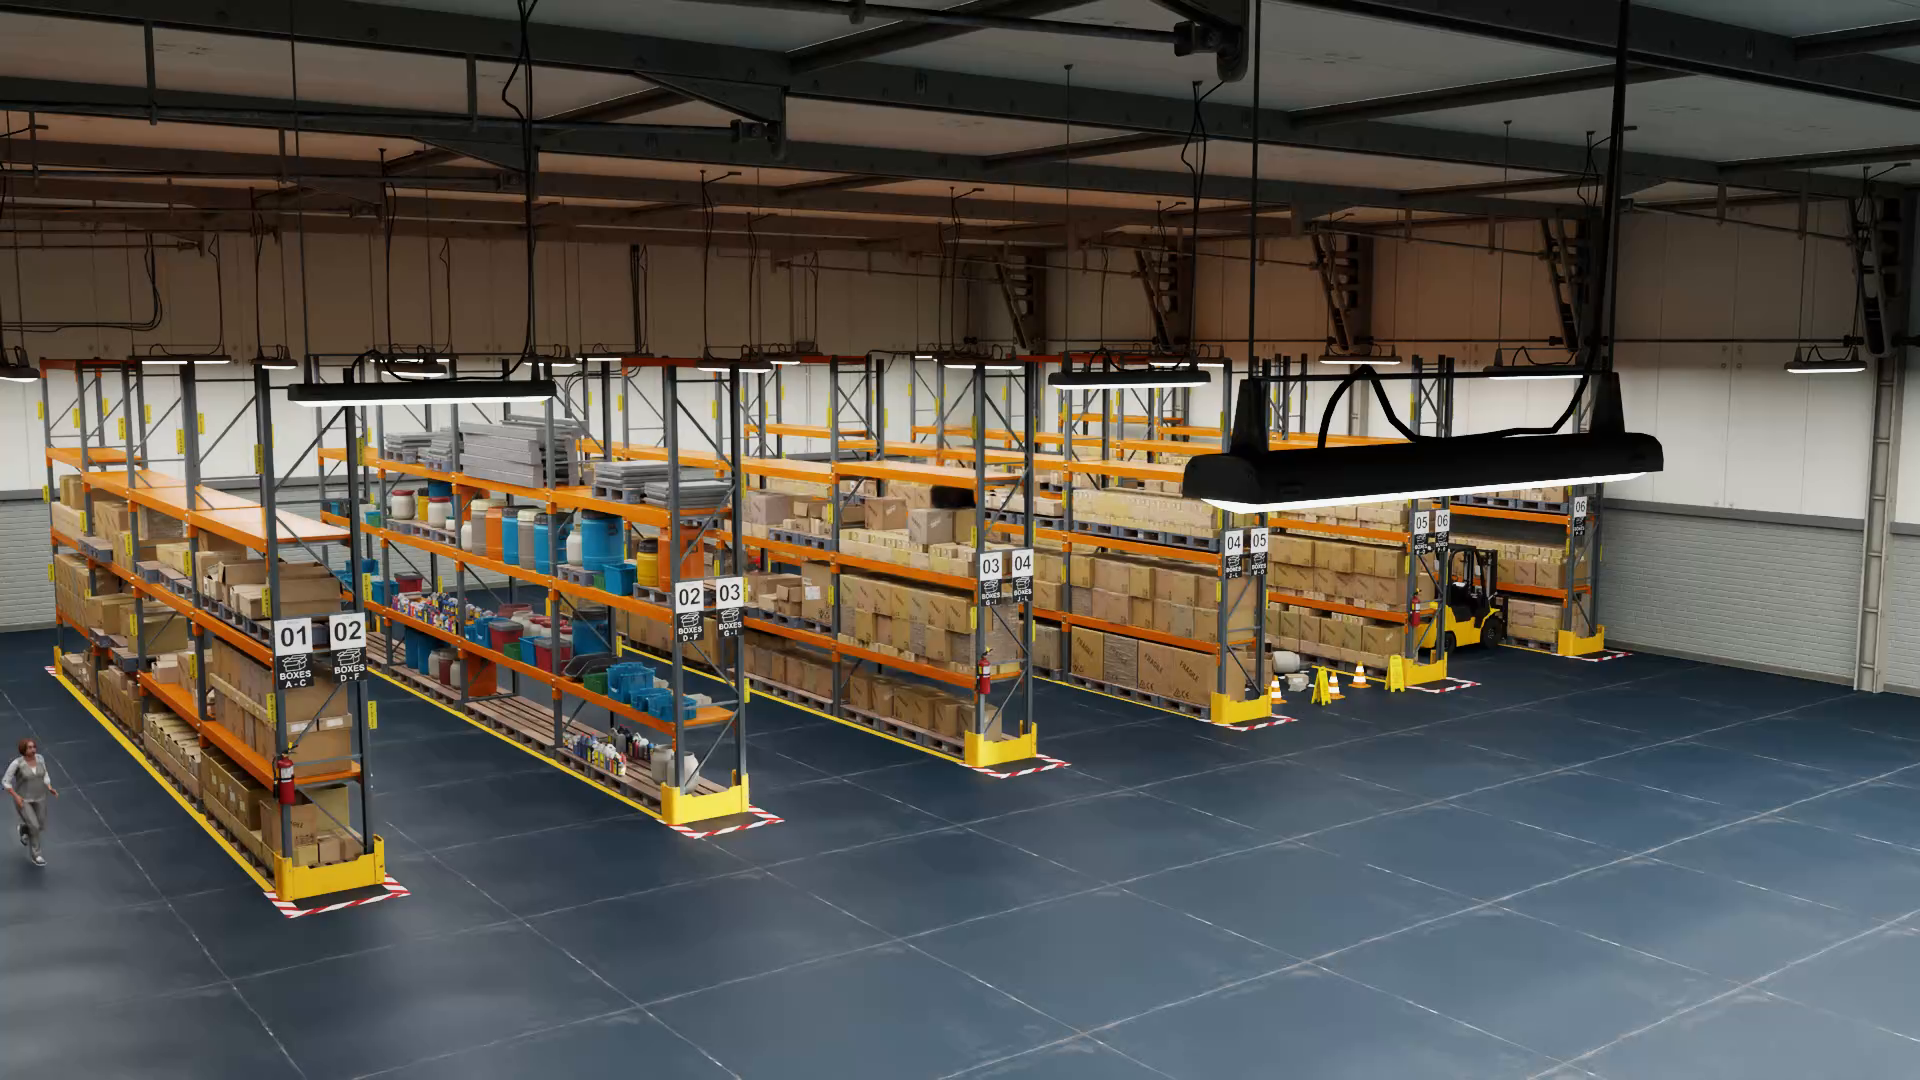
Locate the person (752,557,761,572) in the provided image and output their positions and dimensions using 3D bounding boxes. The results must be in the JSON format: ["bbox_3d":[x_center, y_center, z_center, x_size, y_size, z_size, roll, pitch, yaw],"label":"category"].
[{"bbox_3d":[-4.170,1.255,34.759,0.643,1.829,0.850,-6,9,-42],"label":"person"}]

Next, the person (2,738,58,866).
[{"bbox_3d":[-11.343,3.155,20.189,0.680,1.562,0.525,4,8,32],"label":"person"}]

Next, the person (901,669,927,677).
[{"bbox_3d":[-0.849,1.710,31.393,0.714,1.733,0.791,-7,10,-45],"label":"person"}]
